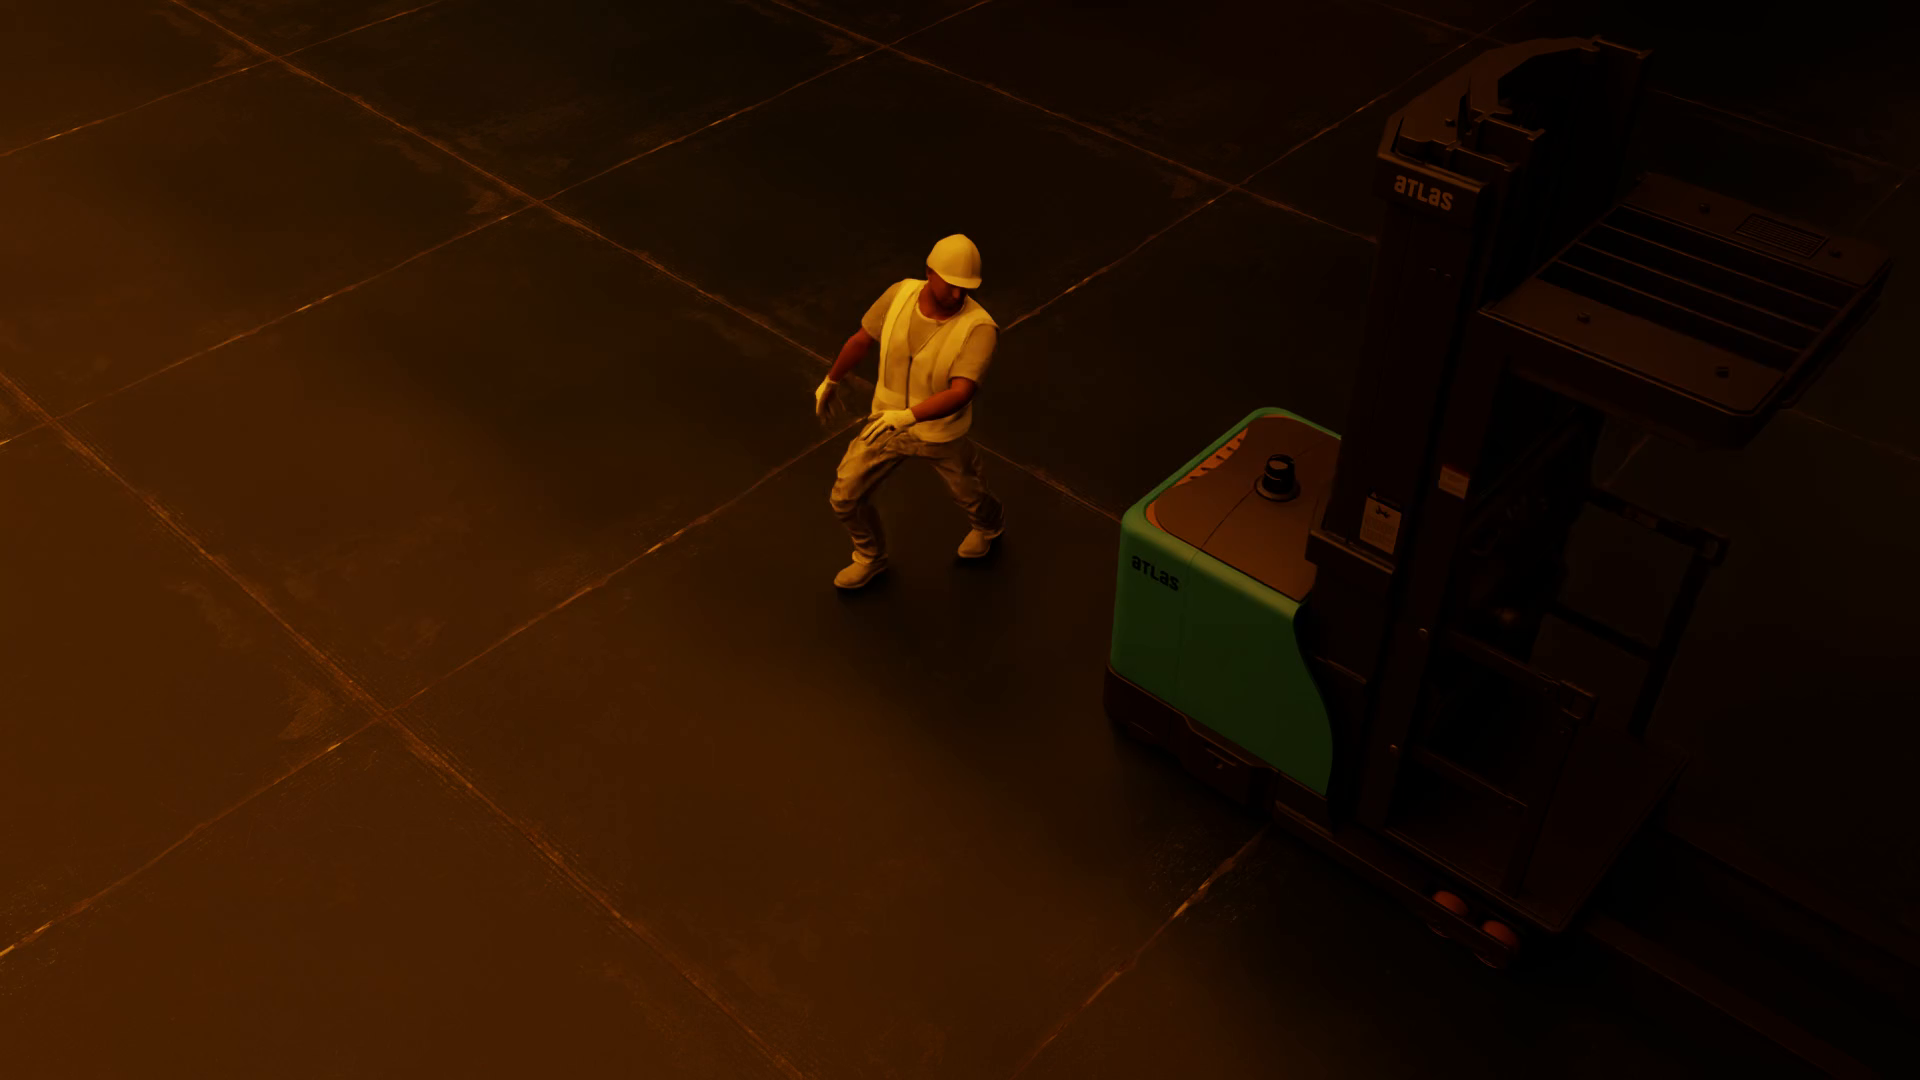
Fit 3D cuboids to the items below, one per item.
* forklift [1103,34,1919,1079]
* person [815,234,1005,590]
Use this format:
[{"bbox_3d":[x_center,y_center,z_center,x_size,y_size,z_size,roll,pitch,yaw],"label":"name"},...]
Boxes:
[{"bbox_3d":[2.019,0.015,5.411,3.031,2.935,1.130,30,49,30],"label":"forklift"},{"bbox_3d":[-0.261,-0.478,6.961,0.790,1.665,0.870,12,42,14],"label":"person"}]
